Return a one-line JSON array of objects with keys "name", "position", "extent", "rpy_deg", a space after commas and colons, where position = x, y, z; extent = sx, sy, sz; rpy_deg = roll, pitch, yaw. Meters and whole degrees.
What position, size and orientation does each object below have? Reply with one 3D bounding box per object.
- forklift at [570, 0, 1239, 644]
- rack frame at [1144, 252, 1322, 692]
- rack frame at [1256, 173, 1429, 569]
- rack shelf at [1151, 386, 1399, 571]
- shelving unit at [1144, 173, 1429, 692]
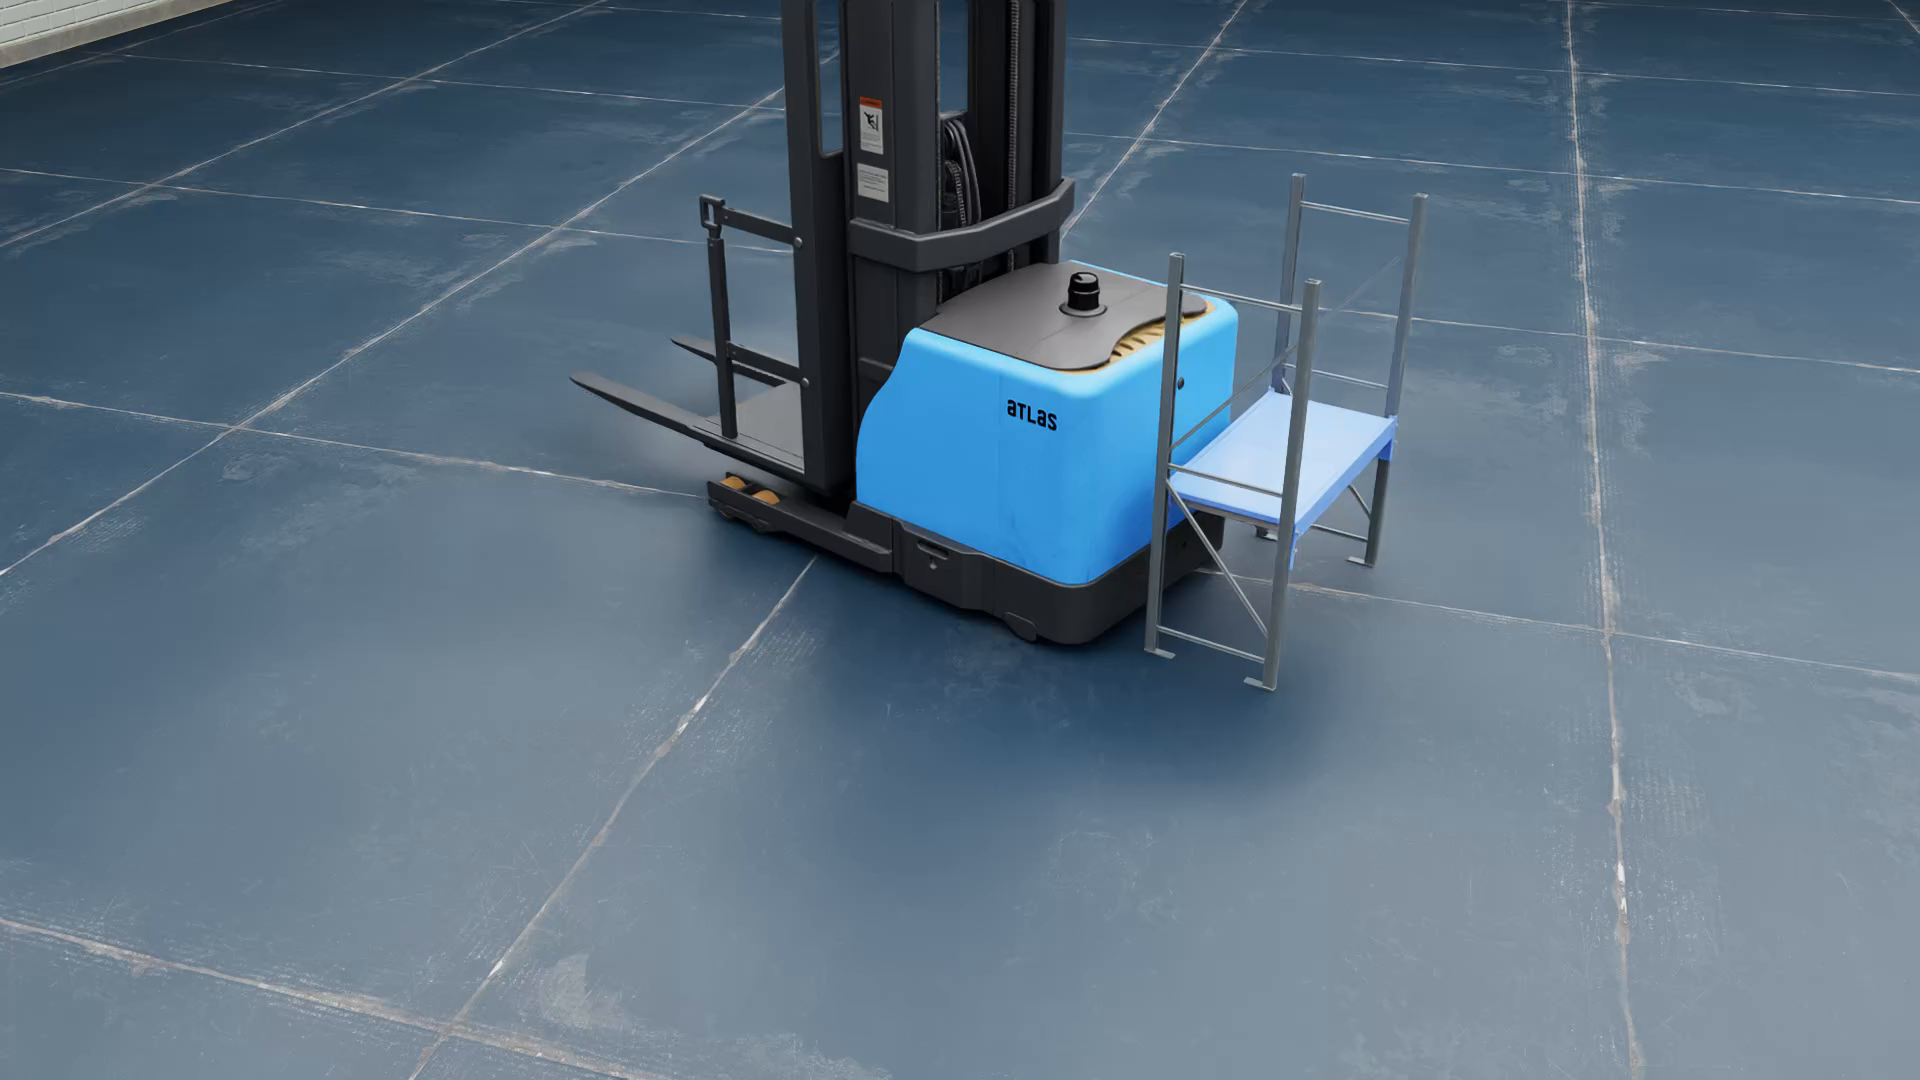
[{"name": "forklift", "position": [-0.416, -1.490, 6.413], "extent": [3.031, 2.935, 1.130], "rpy_deg": [22, 36, 34]}, {"name": "rack frame", "position": [0.887, -0.195, 5.558], "extent": [0.500, 1.500, 0.032], "rpy_deg": [17, 33, 28]}, {"name": "rack frame", "position": [1.427, -0.614, 6.310], "extent": [0.500, 1.500, 0.032], "rpy_deg": [17, 33, 28]}, {"name": "rack shelf", "position": [1.157, -0.247, 6.021], "extent": [0.538, 0.185, 1.000], "rpy_deg": [17, 33, 28]}, {"name": "shelving unit", "position": [1.157, -0.404, 5.934], "extent": [0.538, 1.500, 1.048], "rpy_deg": [17, 33, 28]}]
